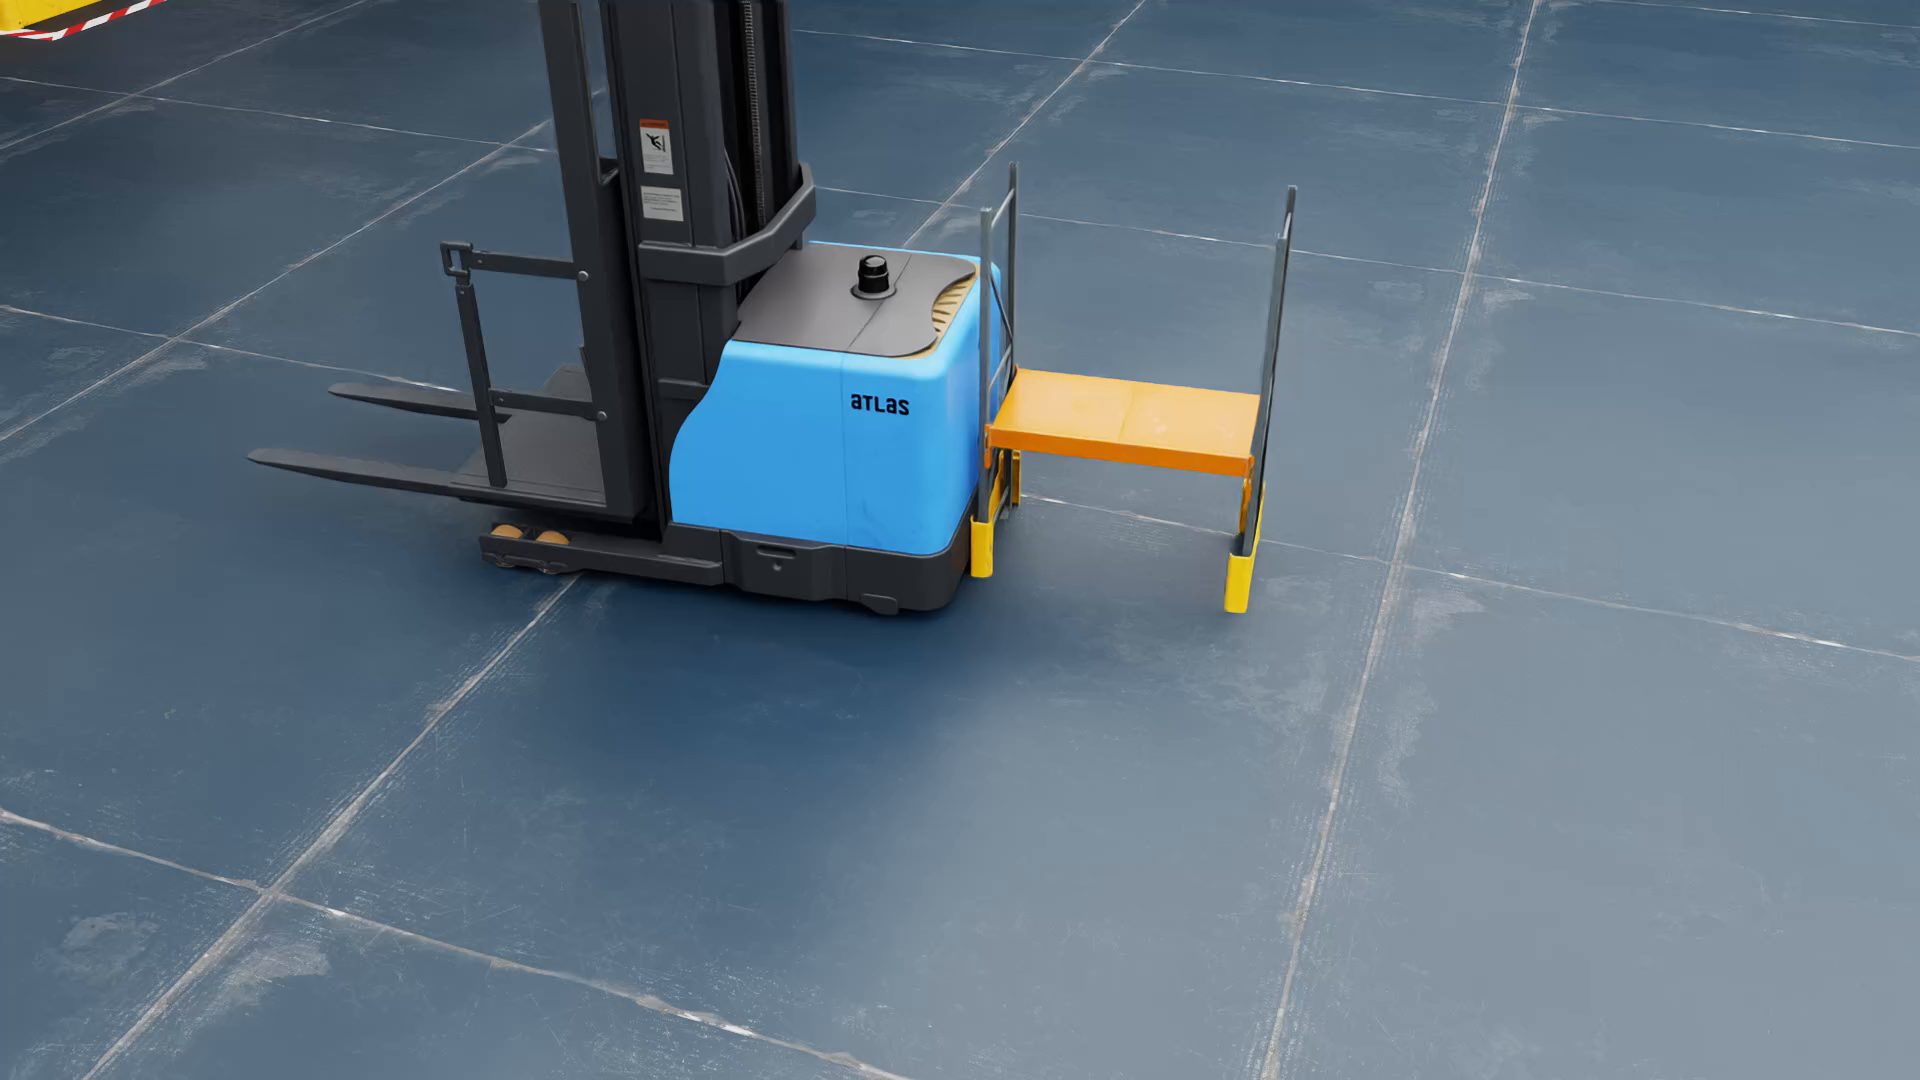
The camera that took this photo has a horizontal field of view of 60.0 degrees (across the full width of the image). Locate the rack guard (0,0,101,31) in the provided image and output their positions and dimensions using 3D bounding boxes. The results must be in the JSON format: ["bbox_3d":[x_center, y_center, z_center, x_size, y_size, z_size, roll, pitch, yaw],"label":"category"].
[{"bbox_3d":[-7.280,-4.459,13.195,0.348,0.500,1.175,11,34,16],"label":"rack guard"}]

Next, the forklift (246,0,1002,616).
[{"bbox_3d":[-1.402,-1.366,6.163,3.031,2.935,1.130,8,34,12],"label":"forklift"}]

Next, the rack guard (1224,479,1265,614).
[{"bbox_3d":[1.113,0.017,6.494,0.087,0.250,0.587,8,34,12],"label":"rack guard"}]

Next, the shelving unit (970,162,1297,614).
[{"bbox_3d":[0.629,-0.573,6.254,1.083,1.500,0.587,8,34,12],"label":"shelving unit"}]

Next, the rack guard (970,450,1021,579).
[{"bbox_3d":[0.146,-0.112,6.693,0.087,0.250,0.587,8,34,12],"label":"rack guard"}]

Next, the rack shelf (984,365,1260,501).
[{"bbox_3d":[0.638,-0.420,6.350,1.000,0.185,0.538,8,34,12],"label":"rack shelf"}]

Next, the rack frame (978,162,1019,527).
[{"bbox_3d":[0.144,-0.637,6.354,0.032,1.500,0.500,8,34,12],"label":"rack frame"}]

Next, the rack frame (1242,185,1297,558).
[{"bbox_3d":[1.132,-0.506,6.151,0.032,1.500,0.500,8,34,12],"label":"rack frame"}]
